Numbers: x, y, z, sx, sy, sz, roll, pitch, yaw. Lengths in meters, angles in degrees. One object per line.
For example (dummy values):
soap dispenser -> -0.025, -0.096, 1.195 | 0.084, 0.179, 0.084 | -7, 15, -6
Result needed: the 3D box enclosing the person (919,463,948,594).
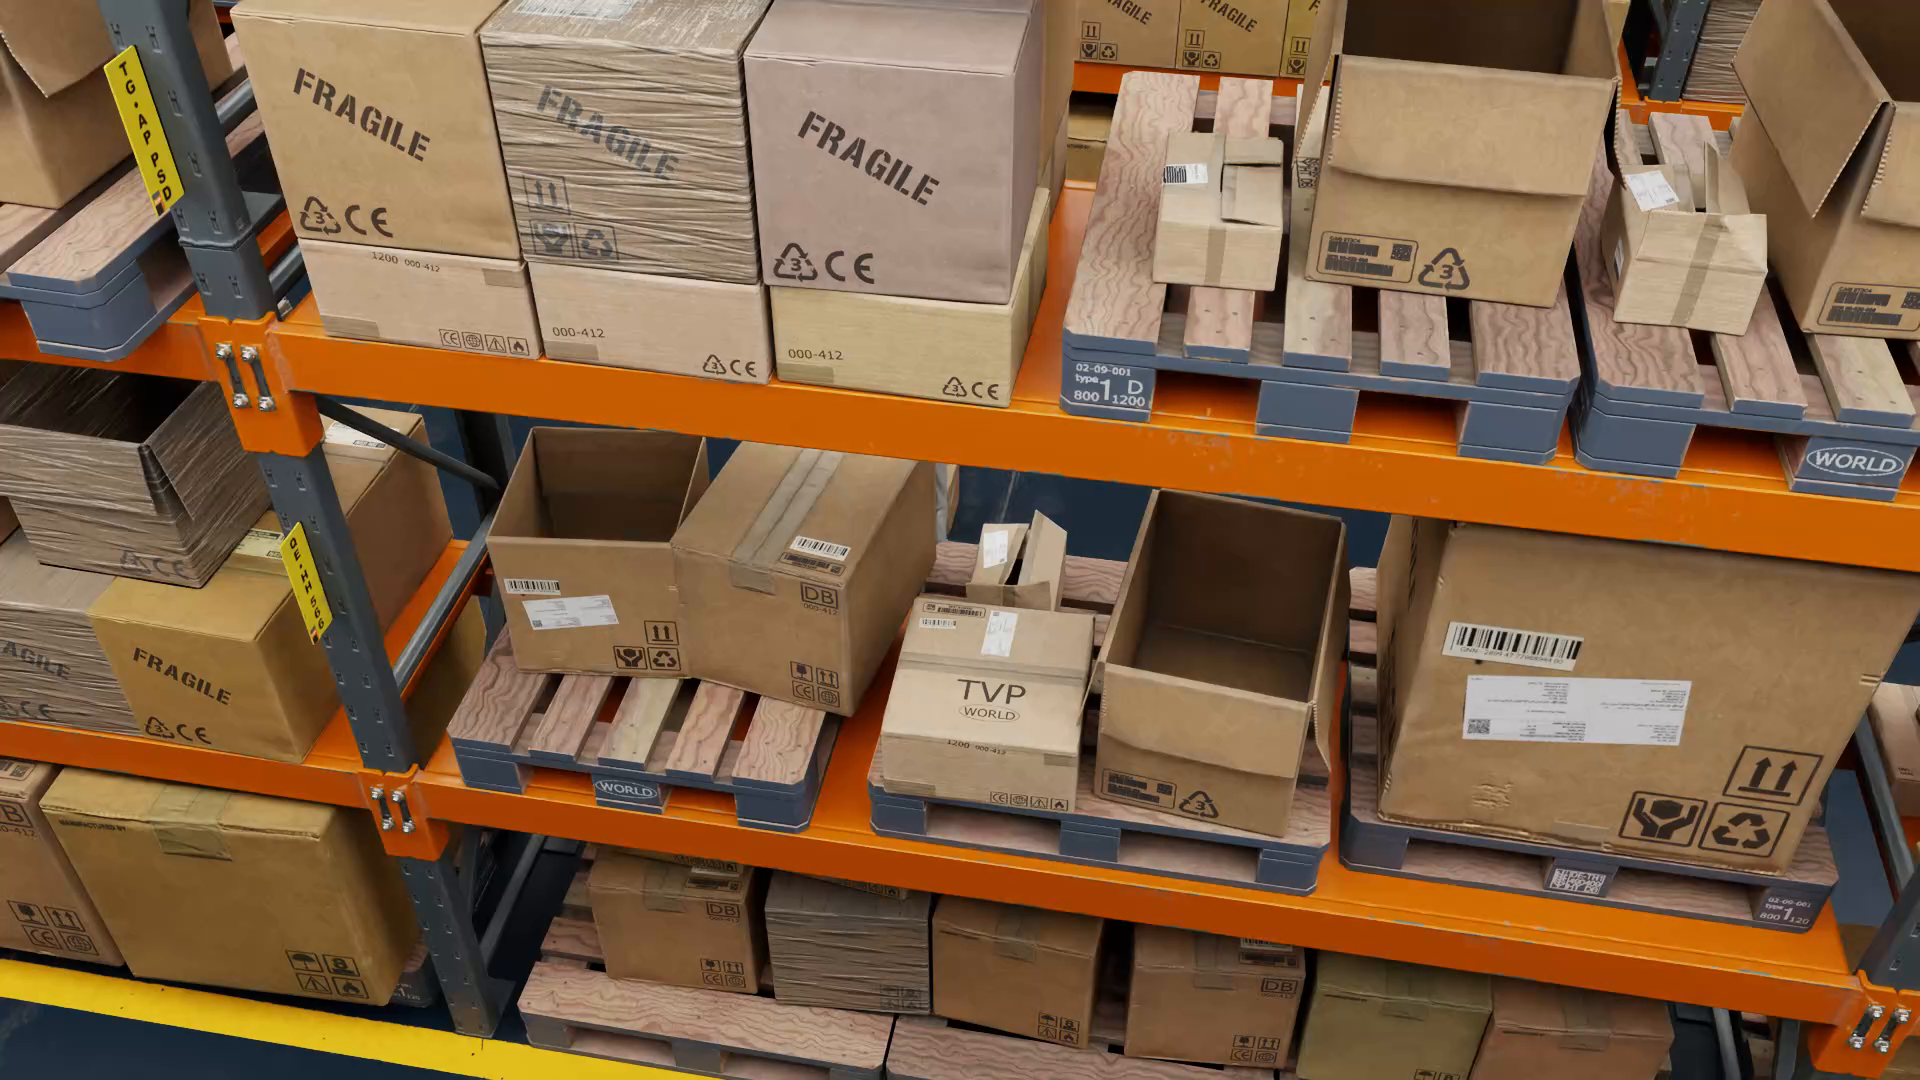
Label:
person -> -0.245, -0.425, 6.699 | 0.450, 1.722, 0.410 | 7, 41, 8
